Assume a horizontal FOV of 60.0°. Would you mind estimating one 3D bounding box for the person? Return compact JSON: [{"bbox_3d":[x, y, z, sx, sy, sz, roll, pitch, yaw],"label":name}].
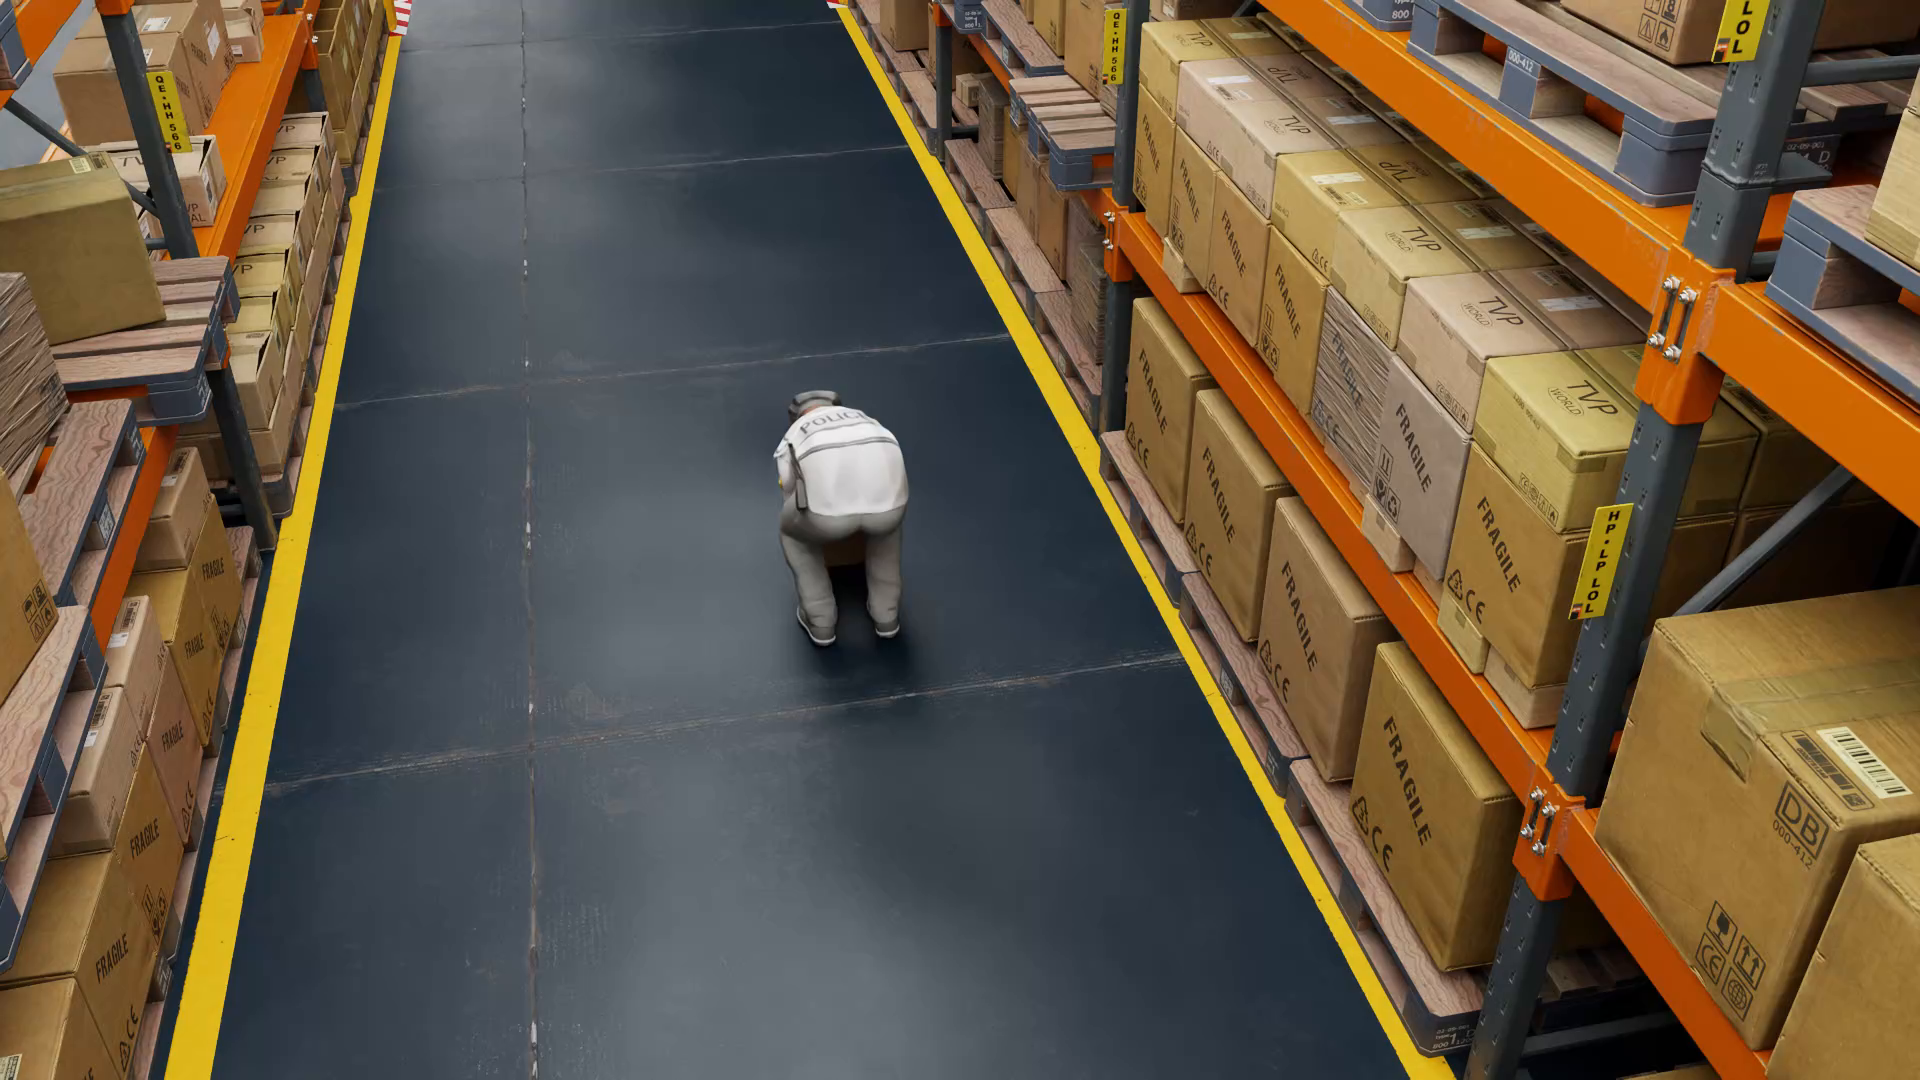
[{"bbox_3d":[-0.521,-0.183,7.038,0.524,1.046,1.036,-9,35,-13],"label":"person"}]
